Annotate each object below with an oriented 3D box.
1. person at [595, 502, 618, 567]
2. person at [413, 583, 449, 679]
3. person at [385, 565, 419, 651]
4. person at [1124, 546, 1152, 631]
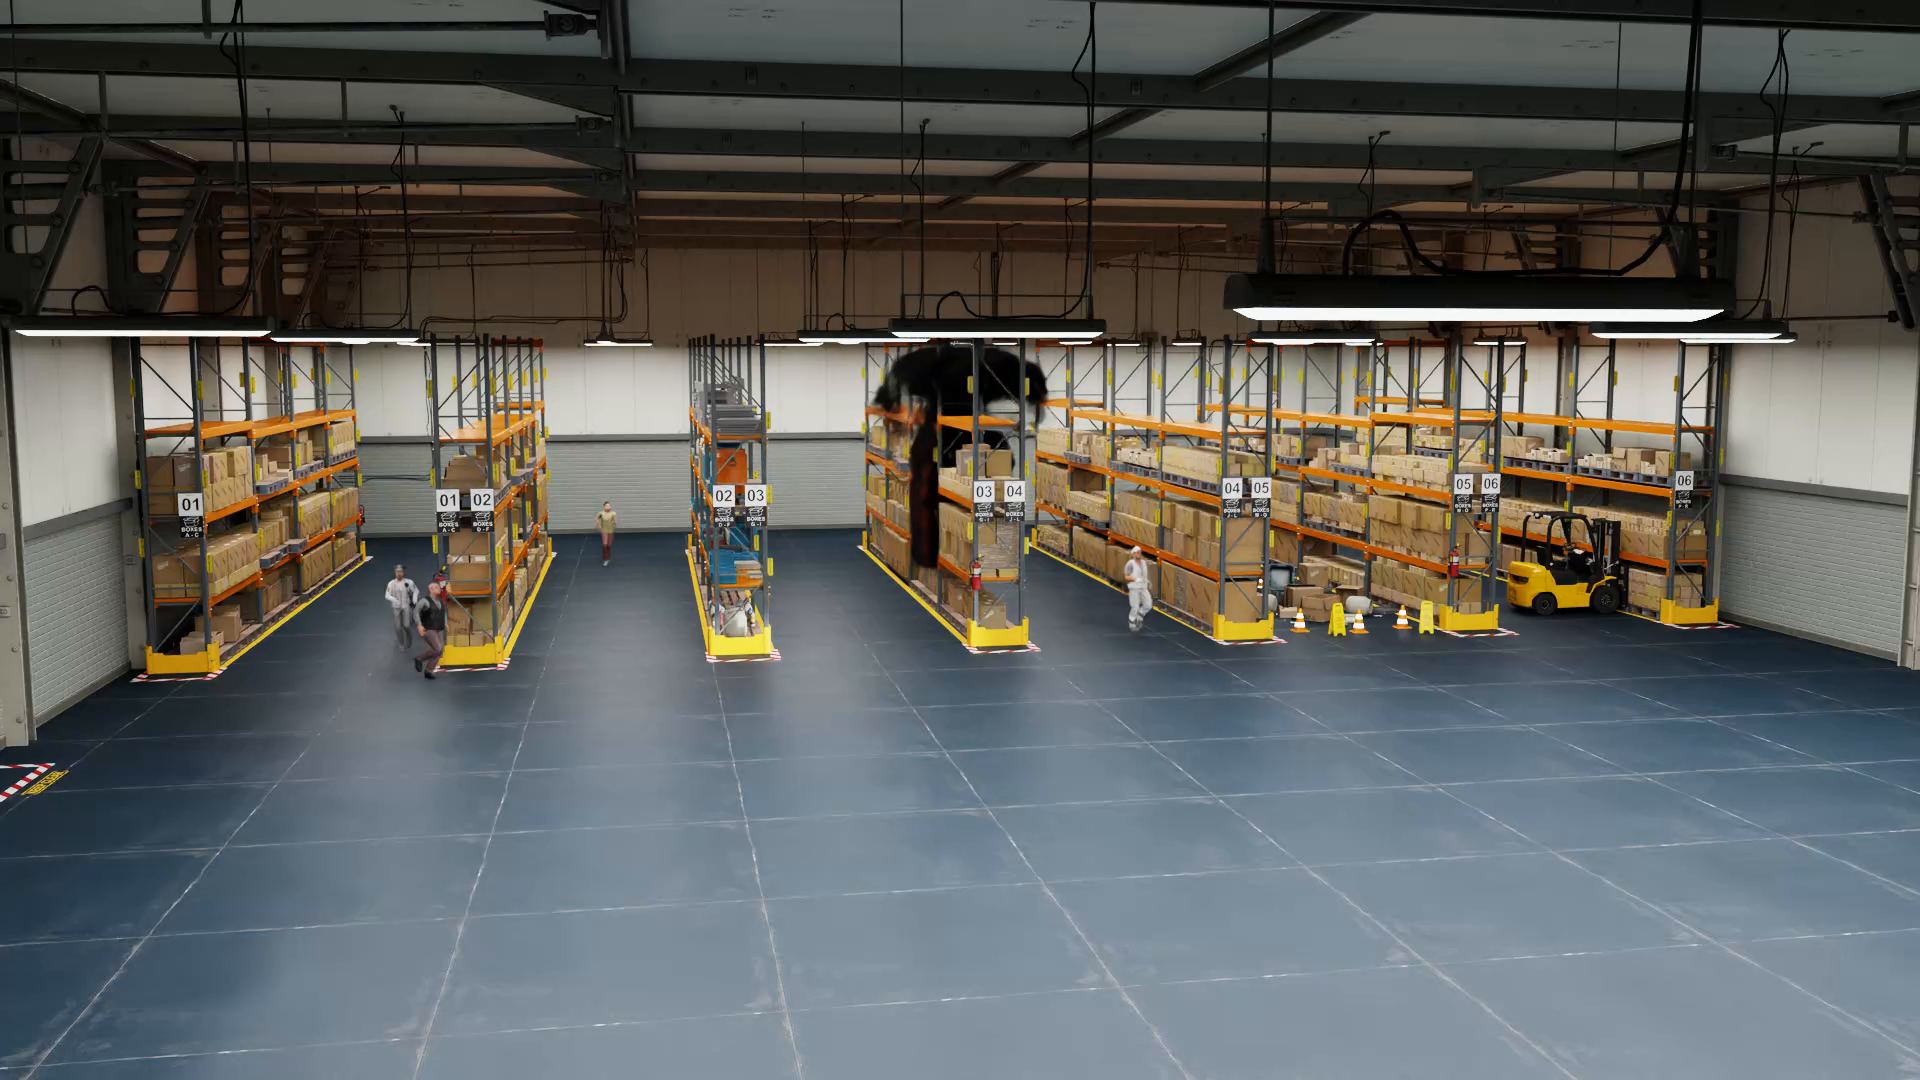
[{"bbox_3d":[-9.379,-0.167,44.248,0.559,1.726,0.737,-3,7,-21],"label":"person"},{"bbox_3d":[-9.185,1.579,29.098,0.533,1.648,0.683,3,7,27],"label":"person"},{"bbox_3d":[-10.564,1.290,31.479,0.594,1.660,0.584,-2,7,-13],"label":"person"},{"bbox_3d":[3.628,0.996,33.606,0.641,1.745,0.618,-3,7,-25],"label":"person"}]
